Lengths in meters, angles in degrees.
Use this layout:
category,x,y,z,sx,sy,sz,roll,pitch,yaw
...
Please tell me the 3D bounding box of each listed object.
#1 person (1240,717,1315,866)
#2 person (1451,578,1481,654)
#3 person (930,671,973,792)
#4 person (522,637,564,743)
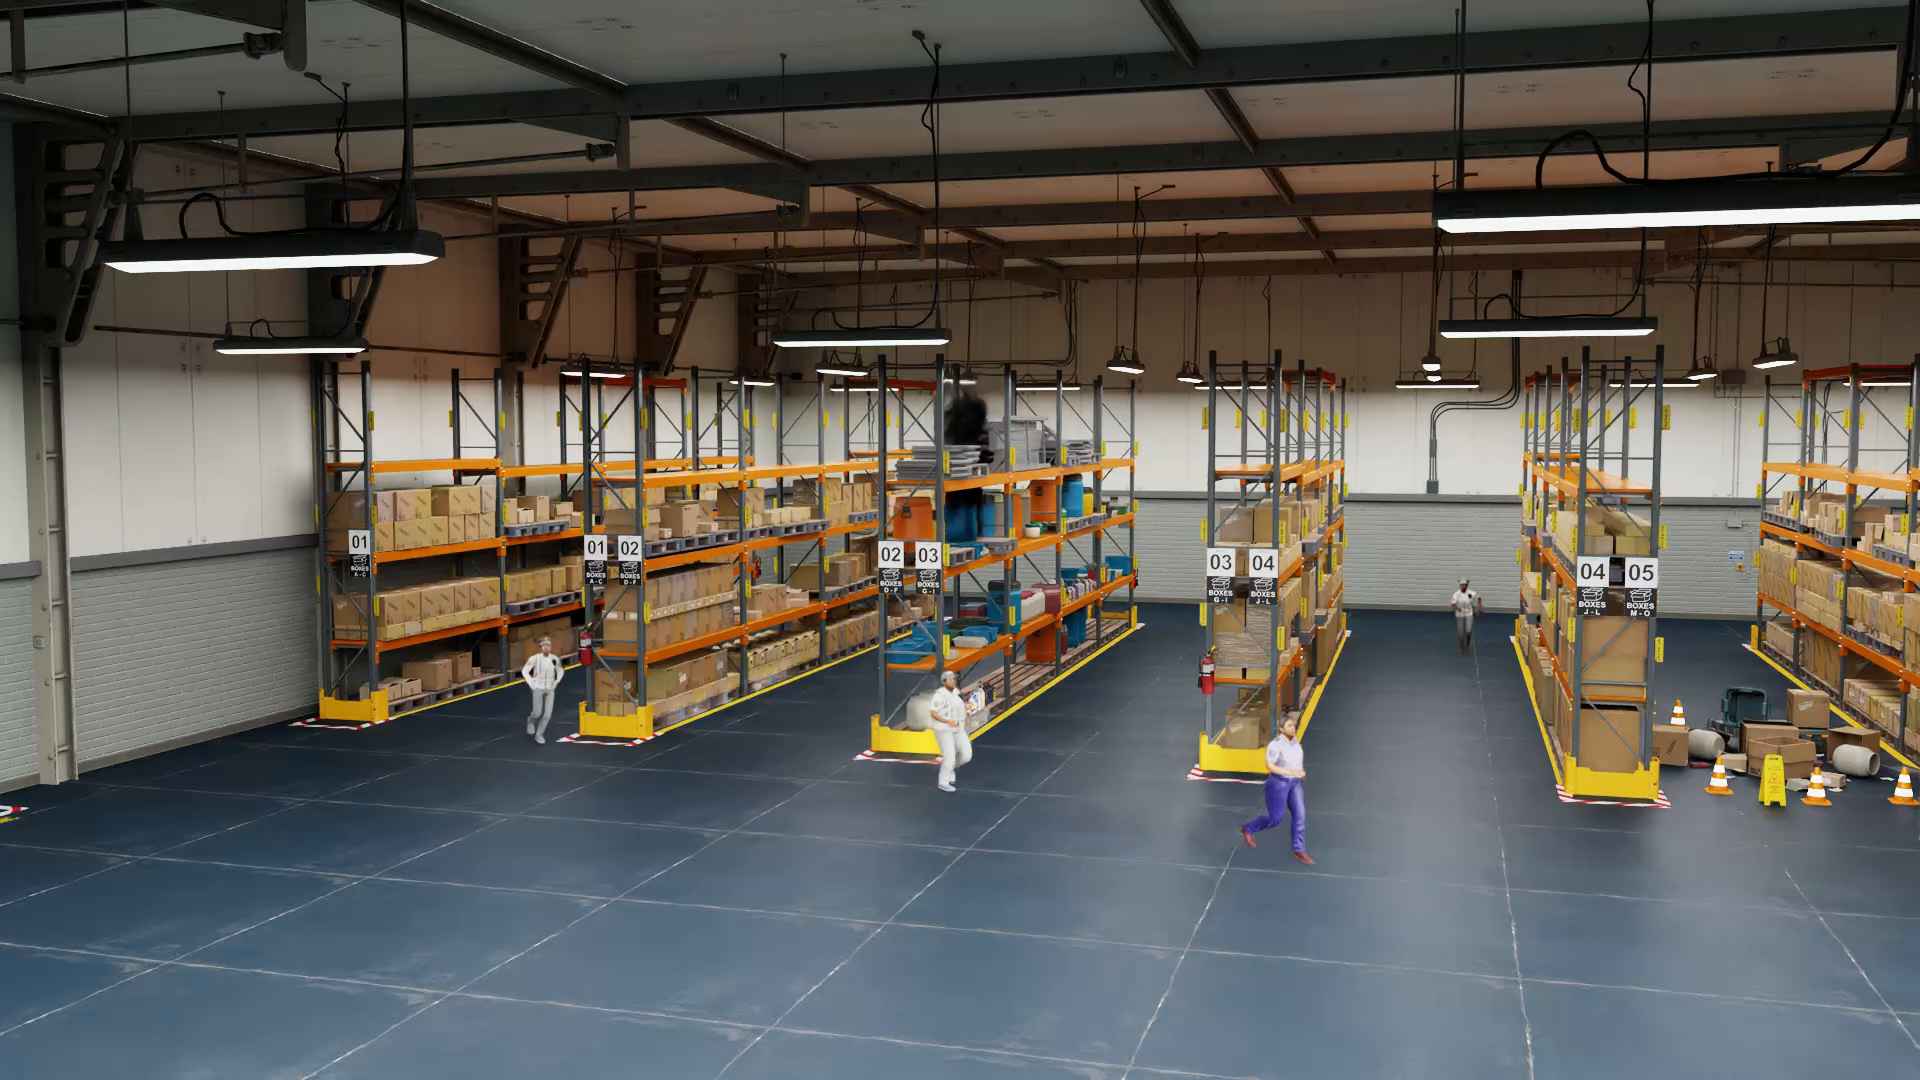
category,x,y,z,sx,sy,sz,roll,pitch,yaw
person,3.679,2.838,19.043,0.615,1.645,0.914,-3,5,-39
person,10.768,1.627,35.396,0.592,1.652,0.804,2,4,21
person,-0.115,2.586,22.564,0.648,1.629,0.553,-4,6,-43
person,-6.509,2.327,26.019,0.643,1.656,0.512,-2,5,-27
